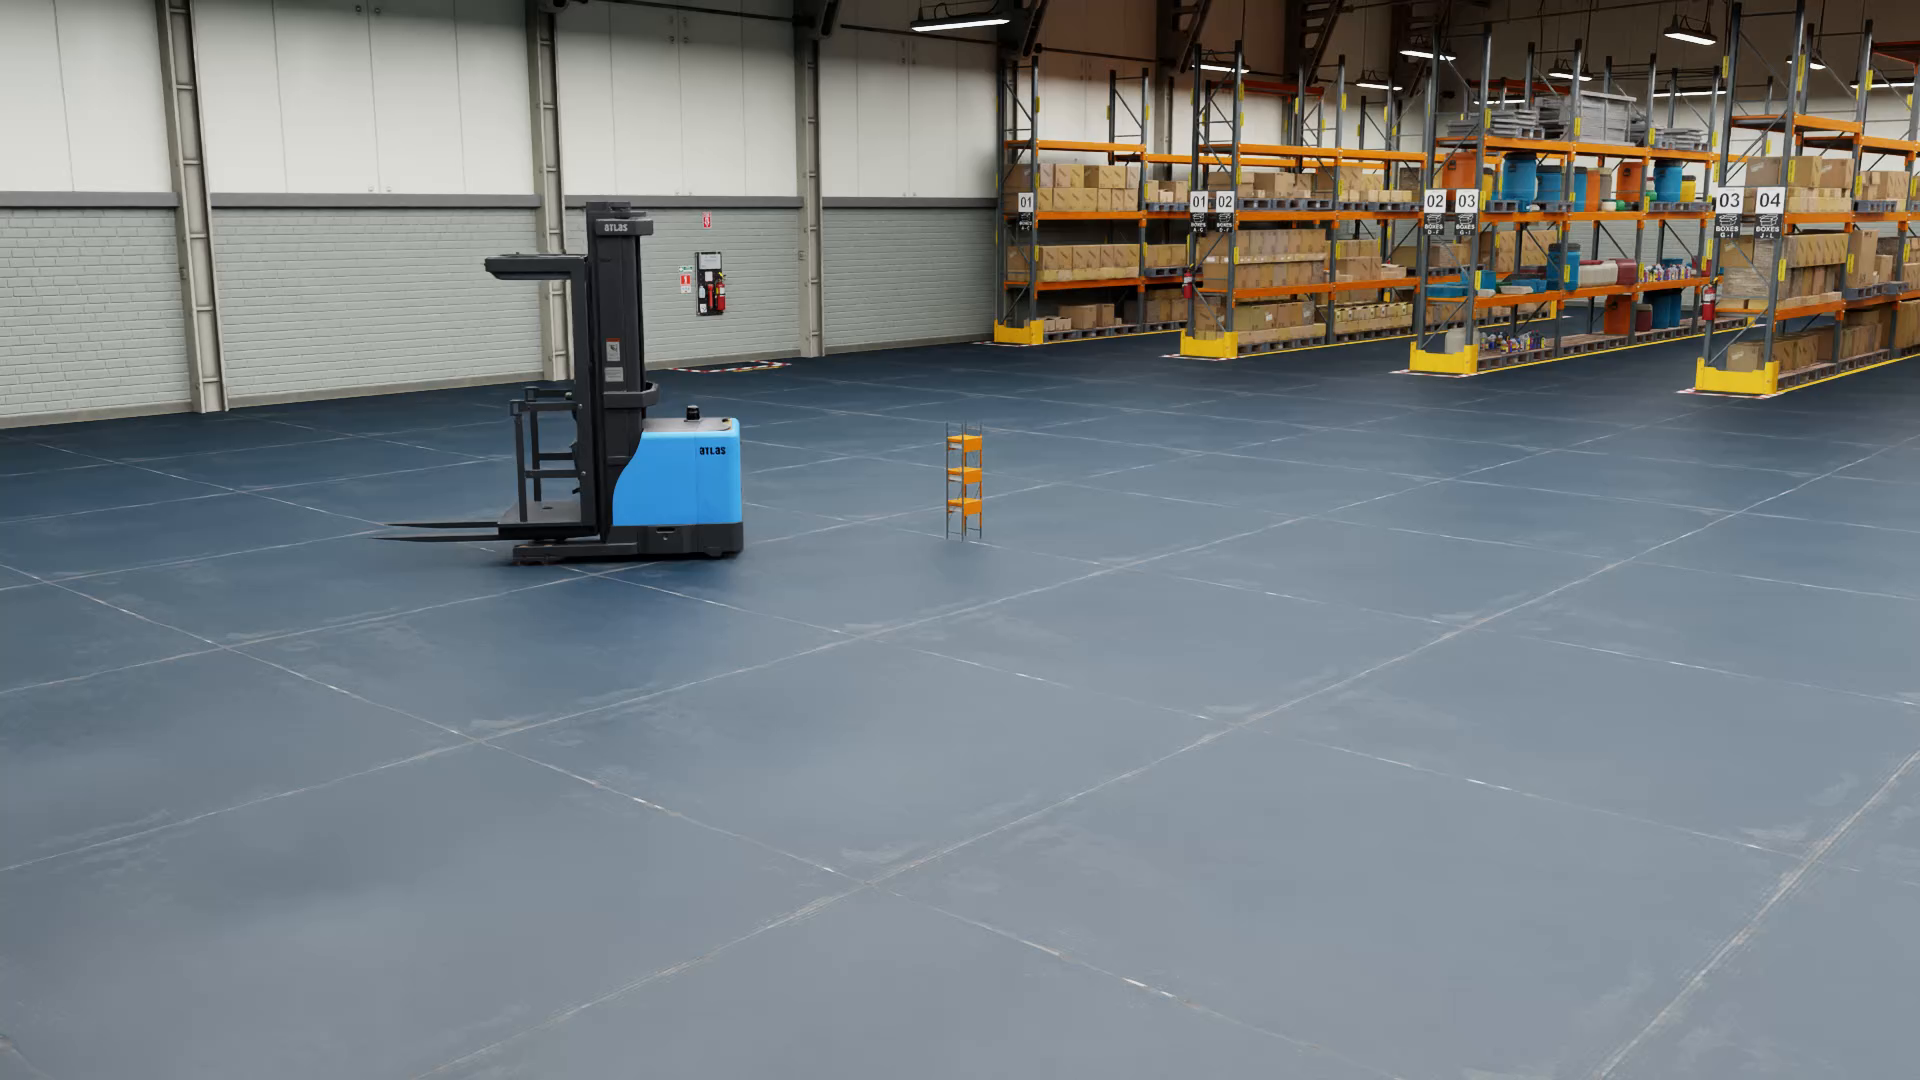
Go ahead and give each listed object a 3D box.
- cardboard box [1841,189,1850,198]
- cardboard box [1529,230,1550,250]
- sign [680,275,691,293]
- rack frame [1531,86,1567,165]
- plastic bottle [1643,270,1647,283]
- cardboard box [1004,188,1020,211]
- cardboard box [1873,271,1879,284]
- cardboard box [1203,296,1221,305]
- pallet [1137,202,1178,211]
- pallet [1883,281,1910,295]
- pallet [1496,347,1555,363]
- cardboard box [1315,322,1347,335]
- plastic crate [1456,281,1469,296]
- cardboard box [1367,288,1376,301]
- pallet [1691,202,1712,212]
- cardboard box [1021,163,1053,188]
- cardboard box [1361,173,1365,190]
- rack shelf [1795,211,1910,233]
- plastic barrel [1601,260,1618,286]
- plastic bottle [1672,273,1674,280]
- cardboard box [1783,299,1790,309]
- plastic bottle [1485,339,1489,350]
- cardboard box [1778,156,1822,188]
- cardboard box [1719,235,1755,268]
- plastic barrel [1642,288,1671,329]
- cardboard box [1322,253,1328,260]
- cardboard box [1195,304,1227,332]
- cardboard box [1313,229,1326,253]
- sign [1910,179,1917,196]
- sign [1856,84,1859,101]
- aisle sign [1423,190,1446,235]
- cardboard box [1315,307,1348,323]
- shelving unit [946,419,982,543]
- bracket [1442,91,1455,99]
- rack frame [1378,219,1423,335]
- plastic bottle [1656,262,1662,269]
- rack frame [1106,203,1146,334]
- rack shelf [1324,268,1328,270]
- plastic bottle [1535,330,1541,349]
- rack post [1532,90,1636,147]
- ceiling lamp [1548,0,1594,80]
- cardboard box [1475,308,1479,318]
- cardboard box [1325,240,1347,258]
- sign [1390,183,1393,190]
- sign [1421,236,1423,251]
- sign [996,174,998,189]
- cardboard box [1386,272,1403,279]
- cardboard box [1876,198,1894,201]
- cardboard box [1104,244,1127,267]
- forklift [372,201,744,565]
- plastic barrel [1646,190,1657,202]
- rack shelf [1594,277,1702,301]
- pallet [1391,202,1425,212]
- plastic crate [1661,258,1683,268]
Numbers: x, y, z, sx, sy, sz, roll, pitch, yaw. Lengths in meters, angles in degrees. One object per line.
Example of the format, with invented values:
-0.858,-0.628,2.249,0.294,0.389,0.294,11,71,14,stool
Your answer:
15.031,-5.947,28.532,0.380,0.149,0.250,10,15,42,cardboard box
15.091,-7.850,43.545,0.500,0.500,0.500,10,15,42,cardboard box
-5.025,-4.695,30.466,0.001,0.329,0.234,10,15,40,sign
15.511,-10.428,43.944,1.000,3.000,0.127,10,15,40,rack frame
14.728,-5.675,35.763,0.061,0.283,0.133,10,15,40,plastic bottle
1.311,-7.396,36.115,0.500,0.500,0.500,-11,16,-43,cardboard box
16.771,-4.887,30.792,0.396,0.266,0.258,9,15,39,cardboard box
6.070,-5.826,41.480,0.700,0.500,0.500,10,15,41,cardboard box
4.354,-7.816,39.007,1.213,0.211,1.003,10,15,40,pallet
17.278,-4.815,31.648,1.213,0.211,1.003,10,15,40,pallet
10.833,-3.618,32.288,1.003,0.211,1.213,10,15,40,pallet
8.042,-4.605,36.057,0.500,0.250,0.500,9,15,39,cardboard box
9.206,-4.625,30.588,0.499,0.251,0.408,10,15,40,plastic crate
11.400,-6.990,47.359,0.700,0.500,0.500,10,15,40,cardboard box
16.145,-7.507,37.460,1.213,0.211,1.003,10,15,40,pallet
1.662,-7.817,35.673,0.500,0.500,0.500,8,14,36,cardboard box
10.833,-9.853,45.865,0.500,0.500,0.500,9,14,38,cardboard box
16.349,-5.851,30.527,1.077,0.370,4.000,10,15,40,rack shelf
13.430,-5.544,34.523,0.421,0.512,0.421,0,11,0,plastic barrel
15.853,-5.891,37.053,0.097,0.201,0.097,0,11,0,plastic bottle
13.111,-3.807,26.757,0.380,0.149,0.250,10,15,40,cardboard box
10.055,-3.731,31.753,0.097,0.201,0.097,0,11,0,plastic bottle
13.571,-5.945,26.867,0.500,0.500,0.500,10,15,40,cardboard box
12.565,-4.648,26.759,0.500,0.500,0.500,10,15,40,cardboard box
15.749,-5.251,37.629,0.600,0.901,0.708,10,15,40,plastic barrel
7.571,-6.020,35.280,0.380,0.149,0.250,10,15,40,cardboard box
5.080,-4.474,33.488,0.500,0.500,0.500,10,15,40,cardboard box
7.301,-6.339,35.224,0.700,0.500,0.500,10,15,41,cardboard box
18.075,-6.681,31.526,0.100,0.325,0.005,10,15,40,sign
17.250,-8.576,31.885,0.100,0.325,0.005,10,15,40,sign
8.397,-5.793,29.421,0.394,0.787,0.004,10,15,40,aisle sign
8.049,-4.881,36.009,0.500,0.311,0.500,10,15,41,cardboard box
0.035,-0.523,14.648,0.215,1.050,0.252,10,15,40,shelving unit
15.025,-13.706,51.166,0.235,0.232,0.430,10,15,40,bracket
10.230,-6.309,38.639,1.000,3.000,0.127,10,15,40,rack frame
16.086,-6.216,38.302,0.144,0.351,0.185,10,15,40,plastic bottle
3.866,-6.360,38.896,1.000,3.000,0.127,10,15,40,rack frame
10.467,-7.479,46.333,1.077,0.370,4.000,10,15,40,rack shelf
11.099,-3.864,32.038,0.144,0.351,0.185,9,15,39,plastic bottle
12.543,-8.420,33.382,1.013,1.000,3.121,10,15,40,rack post
14.347,-12.229,38.059,0.800,3.185,2.000,10,15,40,ceiling lamp
12.427,-5.706,40.879,0.500,0.500,0.500,10,15,41,cardboard box
10.003,-7.869,45.683,0.980,0.700,0.700,9,15,39,cardboard box
12.186,-9.920,47.001,0.100,0.325,0.005,10,15,40,sign
10.649,-6.805,38.168,0.100,0.325,0.005,10,15,40,sign
0.822,-7.751,35.943,0.100,0.325,0.005,10,15,40,sign
9.844,-6.017,37.822,0.380,0.149,0.250,10,15,40,cardboard box
16.888,-6.175,30.693,0.500,0.250,0.500,10,15,42,cardboard box
3.461,-6.480,37.916,0.500,0.500,0.500,10,15,40,cardboard box
-3.376,-1.338,13.926,3.031,2.935,1.130,-1,11,-7,forklift
14.820,-7.395,35.742,0.294,0.245,0.294,0,11,0,plastic barrel
15.269,-5.609,36.973,1.077,0.370,4.000,10,15,40,rack shelf
9.849,-7.576,37.806,1.213,0.211,1.003,11,16,43,pallet
16.641,-6.391,38.936,0.392,0.384,0.575,10,15,40,plastic crate
